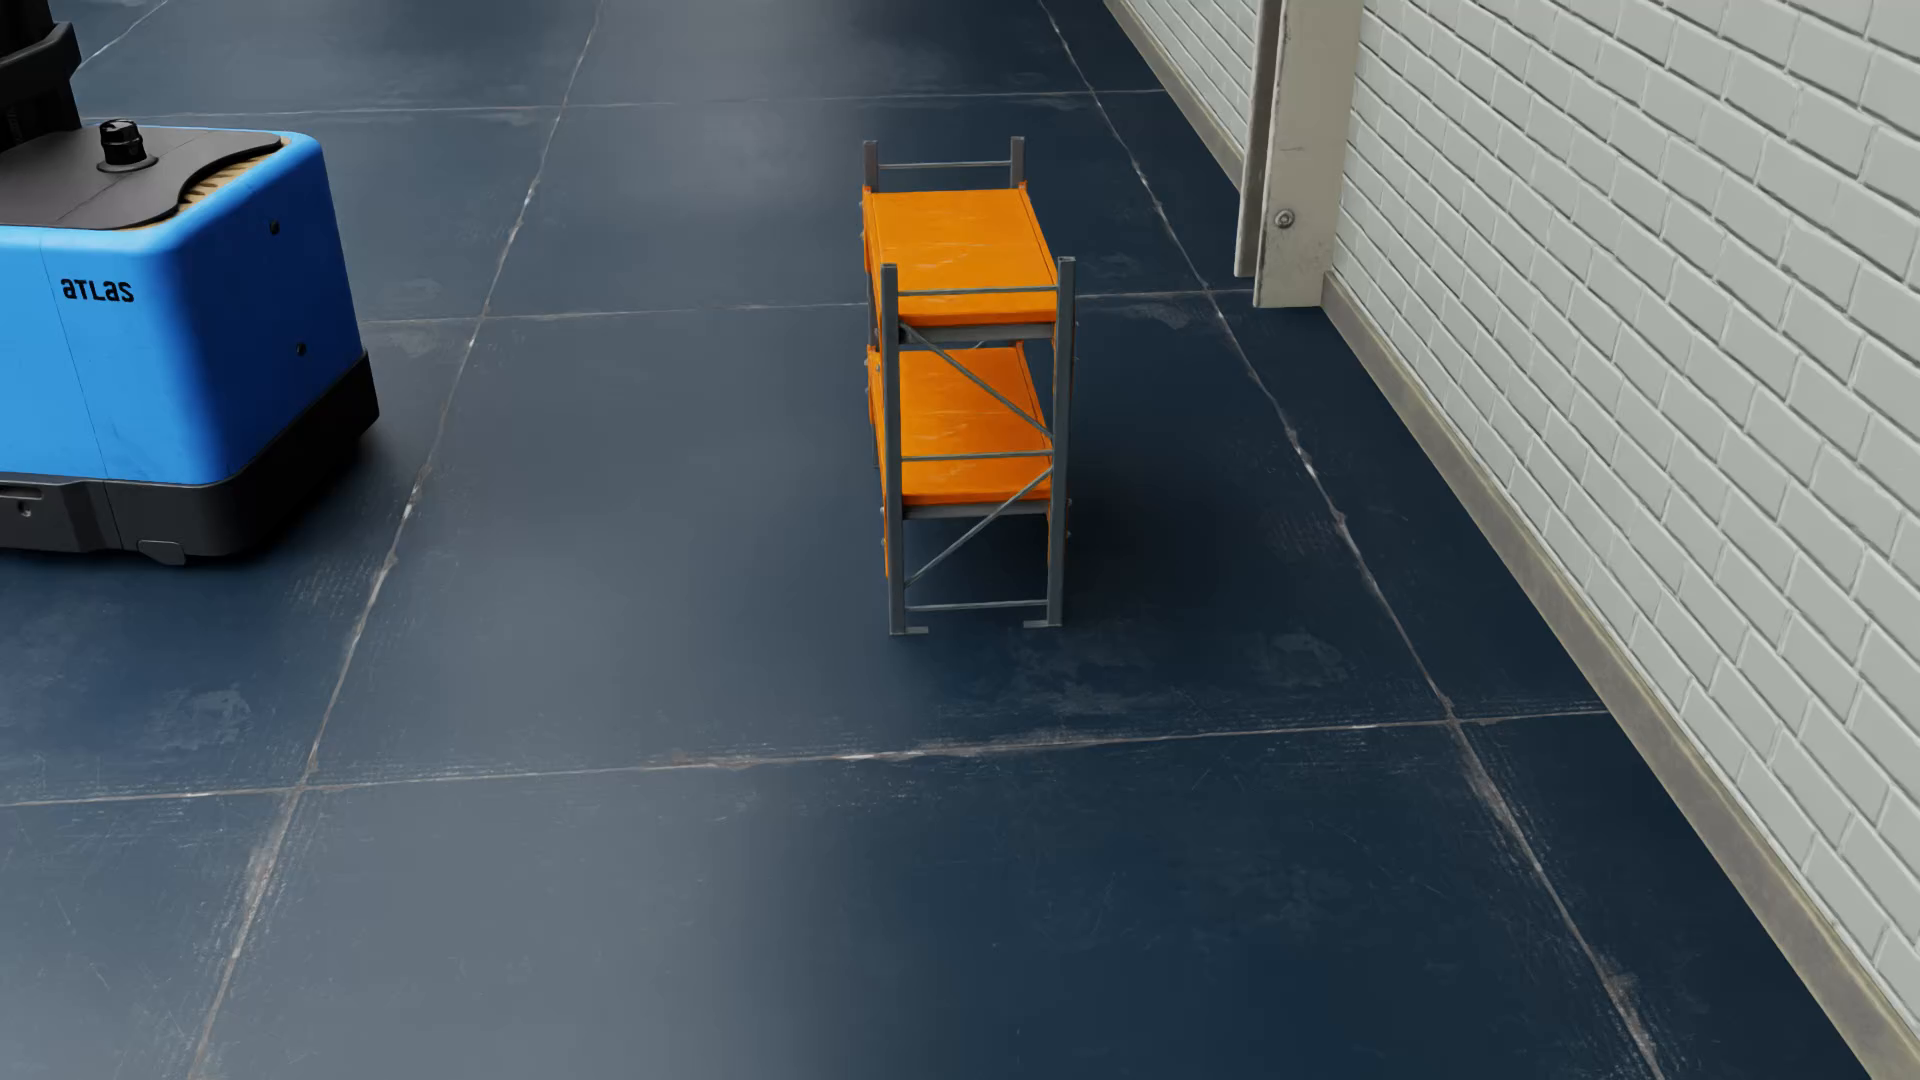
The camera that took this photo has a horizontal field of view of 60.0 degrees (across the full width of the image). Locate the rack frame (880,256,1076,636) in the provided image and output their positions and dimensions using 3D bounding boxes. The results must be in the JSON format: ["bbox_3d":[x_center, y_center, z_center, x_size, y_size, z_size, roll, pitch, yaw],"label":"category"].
[{"bbox_3d":[0.047,-0.227,4.533,0.500,1.125,0.032,-3,31,-5],"label":"rack frame"}]

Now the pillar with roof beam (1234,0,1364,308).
[{"bbox_3d":[-2.933,-4.720,4.377,9.100,9.000,0.400,-3,31,-5],"label":"pillar with roof beam"}]

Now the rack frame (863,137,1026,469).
[{"bbox_3d":[-0.048,-0.746,5.402,0.500,1.125,0.032,-3,31,-5],"label":"rack frame"}]

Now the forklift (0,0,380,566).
[{"bbox_3d":[-3.597,-1.512,4.923,3.031,2.935,1.130,4,31,7],"label":"forklift"}]

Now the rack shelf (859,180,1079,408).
[{"bbox_3d":[-0.001,-0.738,4.817,0.538,0.278,1.000,-3,31,-5],"label":"rack shelf"}]

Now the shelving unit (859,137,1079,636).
[{"bbox_3d":[-0.001,-0.486,4.967,0.538,1.125,1.048,-3,31,-5],"label":"shelving unit"}]

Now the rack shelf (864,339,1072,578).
[{"bbox_3d":[-0.001,-0.276,5.093,0.538,0.278,1.000,-3,31,-5],"label":"rack shelf"}]
